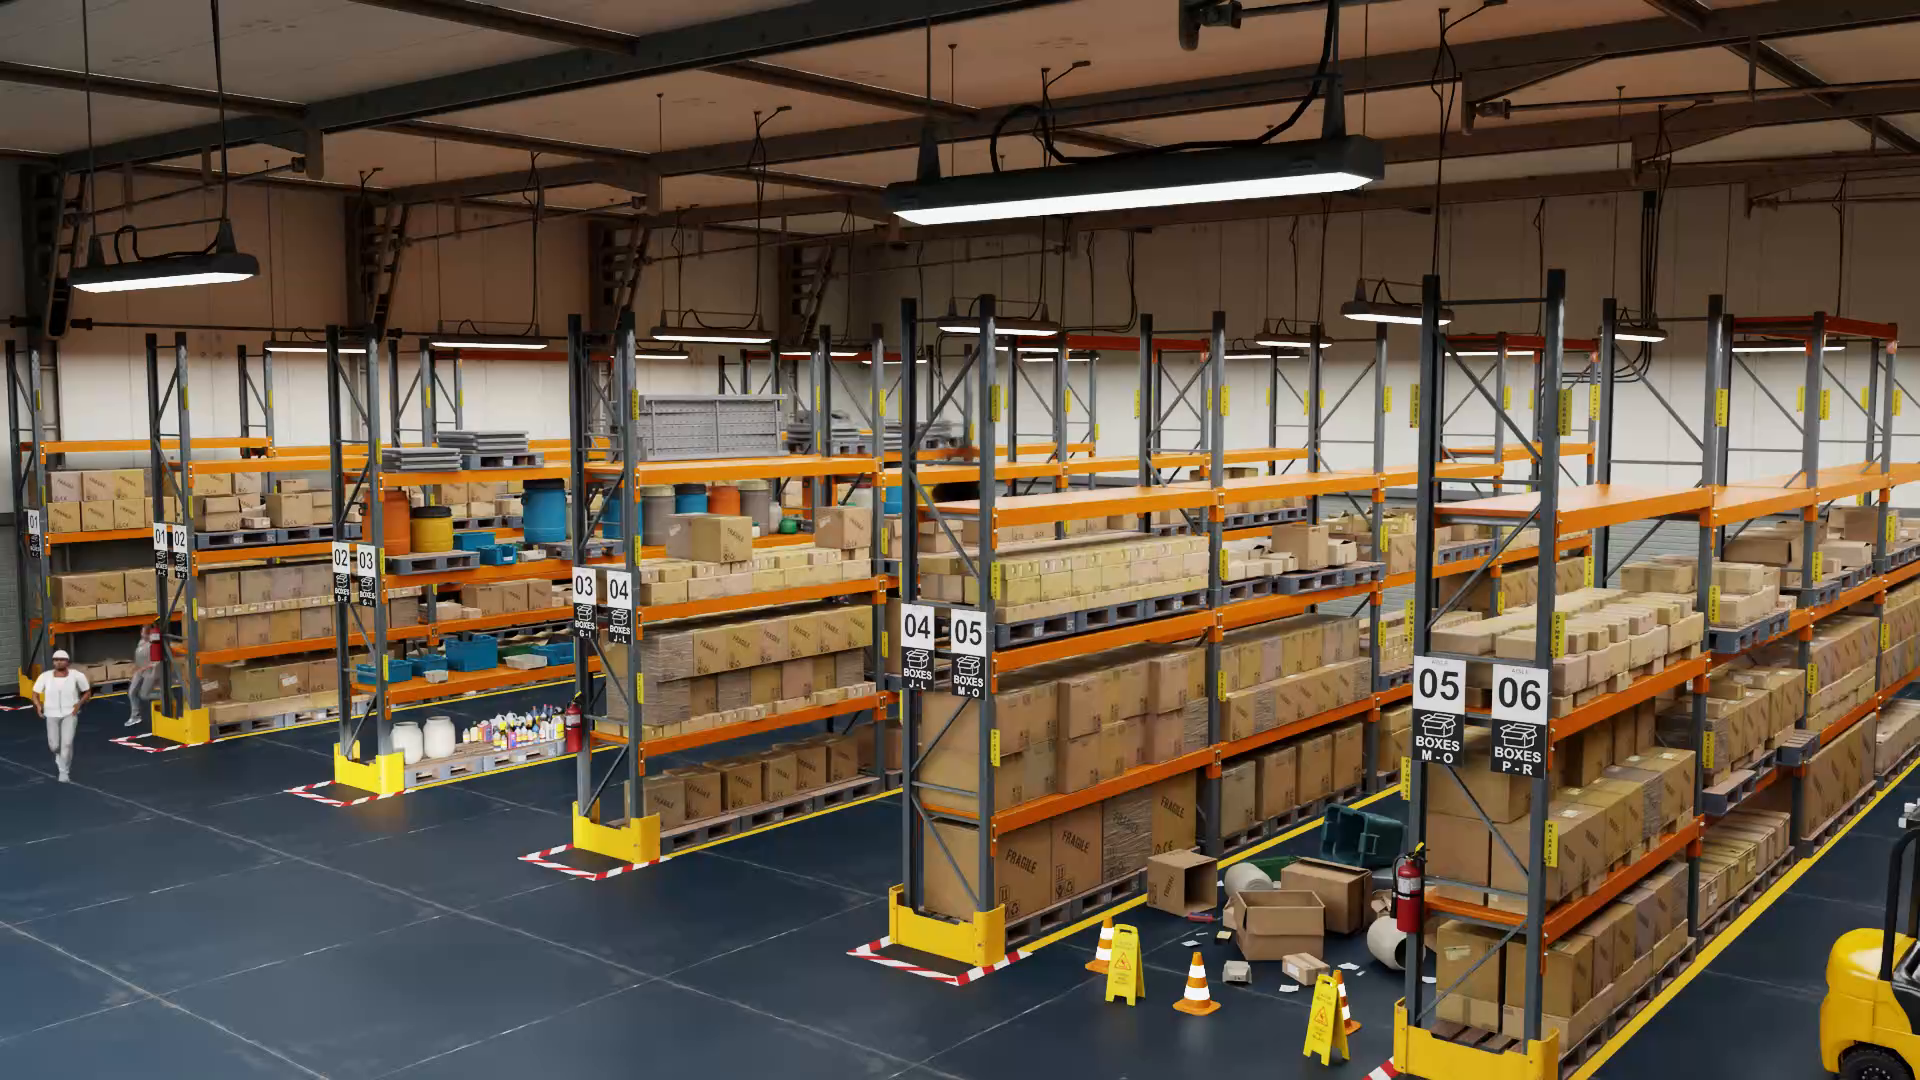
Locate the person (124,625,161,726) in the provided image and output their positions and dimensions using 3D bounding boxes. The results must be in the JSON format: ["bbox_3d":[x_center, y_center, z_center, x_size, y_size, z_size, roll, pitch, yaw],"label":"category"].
[{"bbox_3d":[-12.563,2.092,25.797,0.578,1.549,0.722,3,6,29],"label":"person"}]

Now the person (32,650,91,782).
[{"bbox_3d":[-11.975,2.323,22.177,0.696,1.735,0.674,-2,6,-23],"label":"person"}]
